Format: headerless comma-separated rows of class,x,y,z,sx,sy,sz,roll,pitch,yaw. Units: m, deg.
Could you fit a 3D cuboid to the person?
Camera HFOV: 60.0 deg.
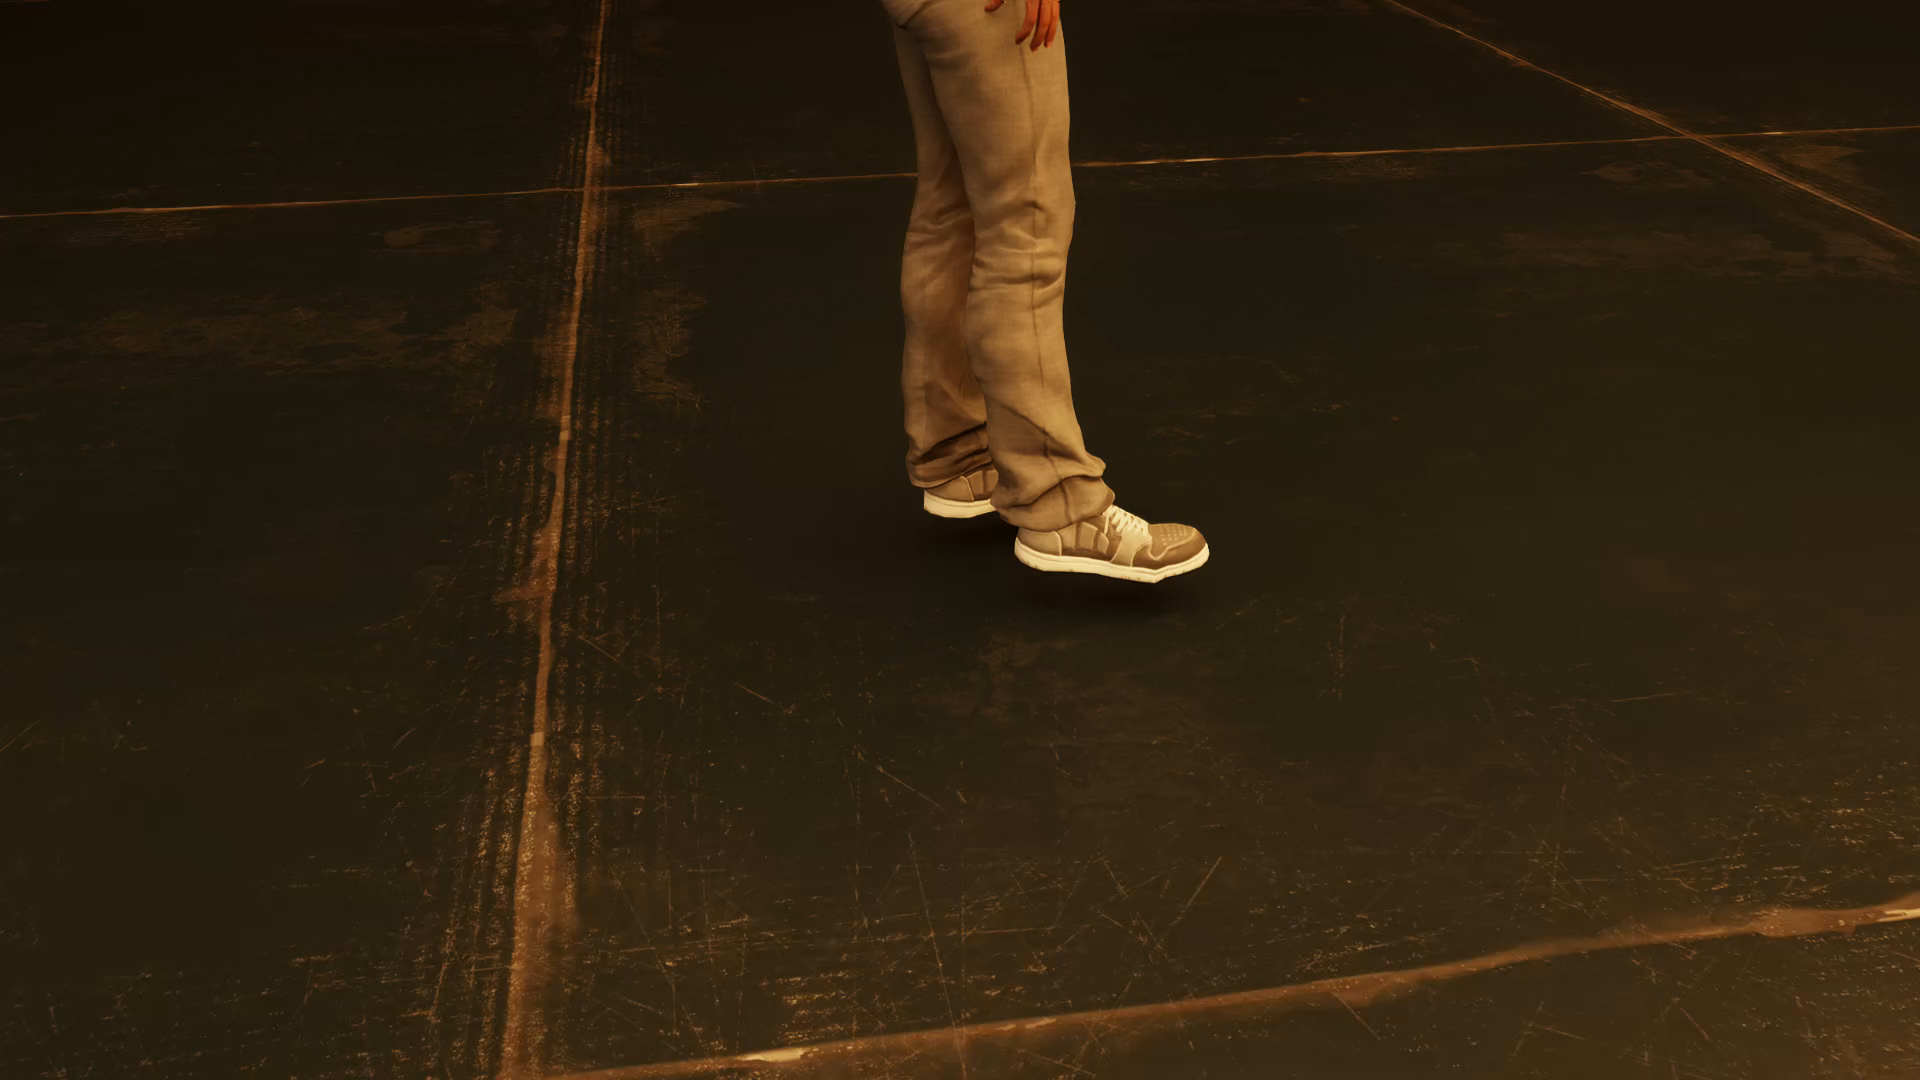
person,0.082,-0.643,2.159,0.459,1.362,0.520,-5,28,-9
